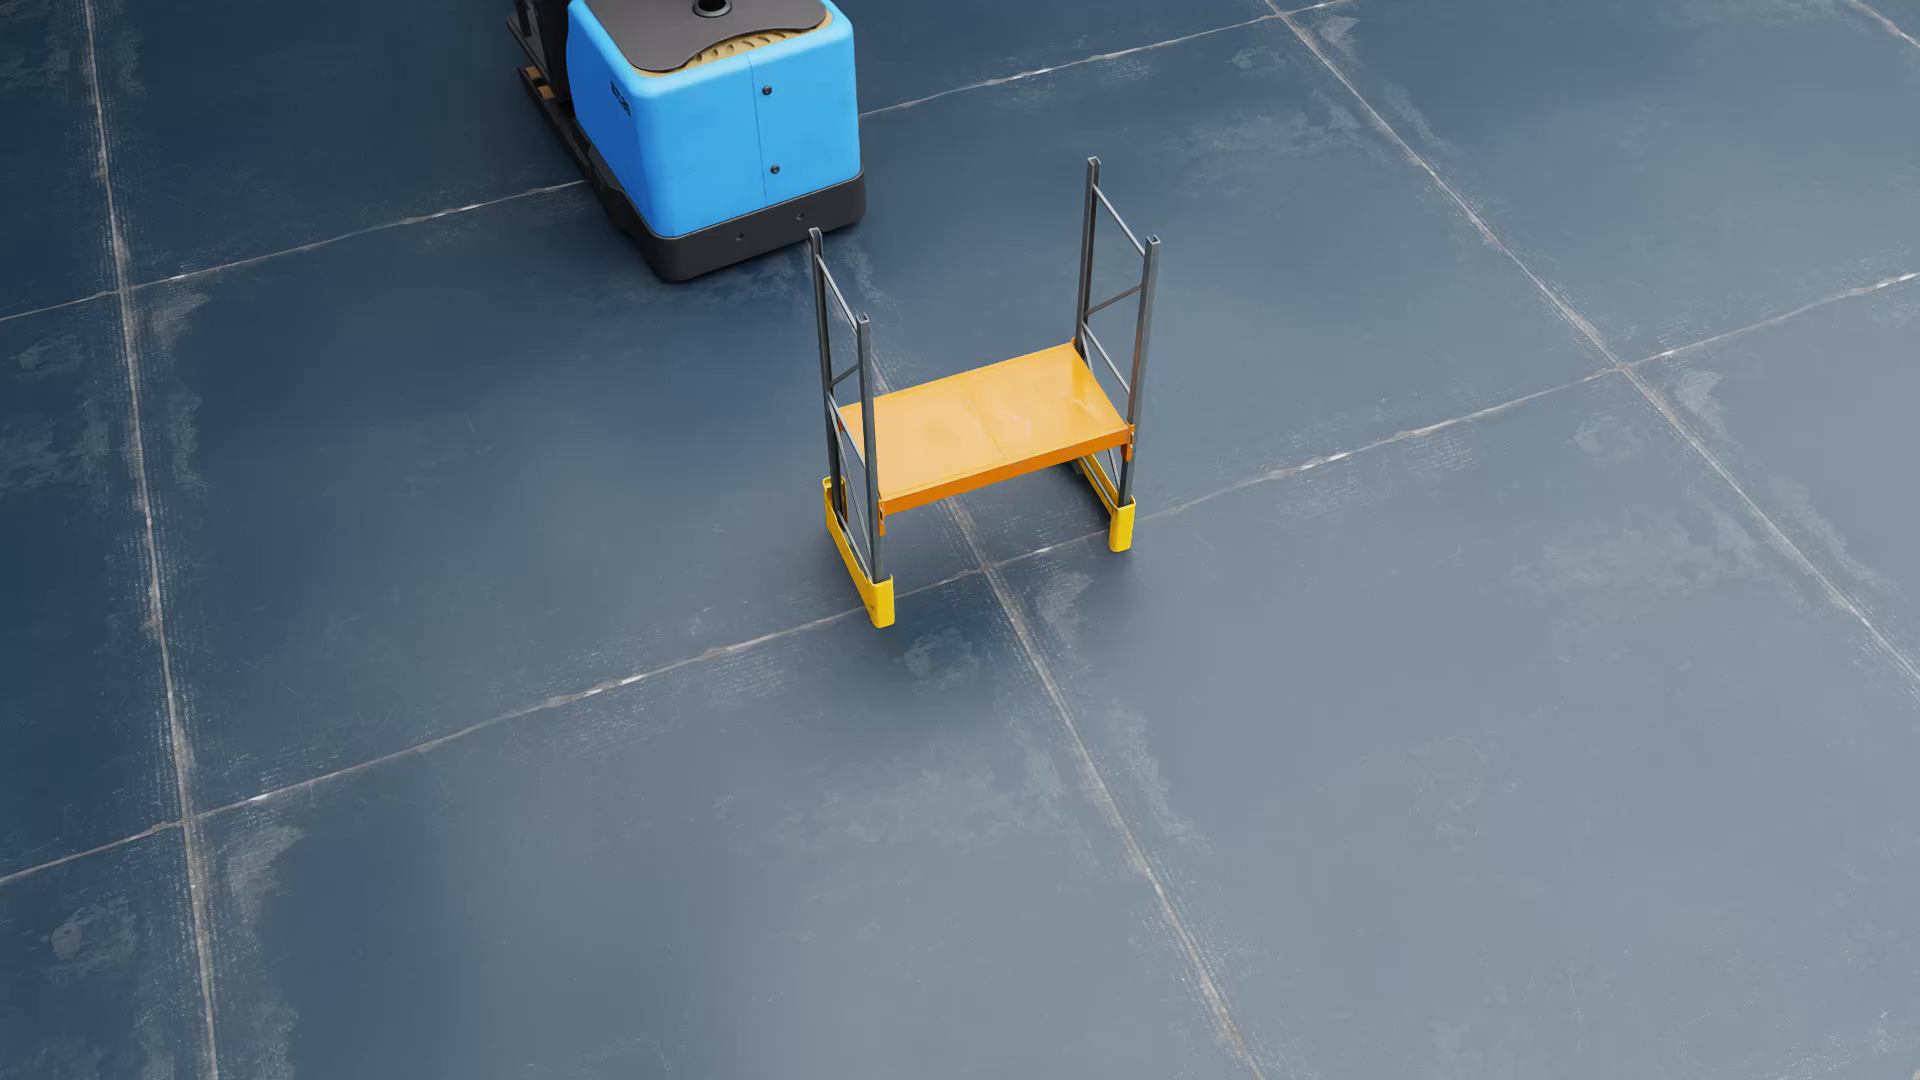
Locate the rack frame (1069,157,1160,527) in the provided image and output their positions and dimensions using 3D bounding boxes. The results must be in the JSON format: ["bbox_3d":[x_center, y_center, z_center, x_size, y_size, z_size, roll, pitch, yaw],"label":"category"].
[{"bbox_3d":[0.550,-0.659,6.168,0.032,1.500,0.500,-17,52,-14],"label":"rack frame"}]

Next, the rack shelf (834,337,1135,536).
[{"bbox_3d":[0.079,-0.396,6.179,1.000,0.185,0.538,-17,52,-14],"label":"rack shelf"}]

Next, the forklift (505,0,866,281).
[{"bbox_3d":[-1.596,-3.244,7.445,1.130,2.935,3.031,-23,53,-18],"label":"forklift"}]

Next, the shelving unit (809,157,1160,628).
[{"bbox_3d":[0.071,-0.510,6.041,1.083,1.500,0.587,-17,52,-14],"label":"shelving unit"}]

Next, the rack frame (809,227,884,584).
[{"bbox_3d":[-0.392,-0.367,5.918,0.032,1.500,0.500,-17,52,-14],"label":"rack frame"}]

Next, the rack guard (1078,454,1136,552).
[{"bbox_3d":[0.532,-0.246,6.637,0.087,0.250,0.587,-17,52,-14],"label":"rack guard"}]

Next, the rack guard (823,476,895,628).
[{"bbox_3d":[-0.390,0.040,6.392,0.087,0.250,0.587,-17,52,-14],"label":"rack guard"}]
